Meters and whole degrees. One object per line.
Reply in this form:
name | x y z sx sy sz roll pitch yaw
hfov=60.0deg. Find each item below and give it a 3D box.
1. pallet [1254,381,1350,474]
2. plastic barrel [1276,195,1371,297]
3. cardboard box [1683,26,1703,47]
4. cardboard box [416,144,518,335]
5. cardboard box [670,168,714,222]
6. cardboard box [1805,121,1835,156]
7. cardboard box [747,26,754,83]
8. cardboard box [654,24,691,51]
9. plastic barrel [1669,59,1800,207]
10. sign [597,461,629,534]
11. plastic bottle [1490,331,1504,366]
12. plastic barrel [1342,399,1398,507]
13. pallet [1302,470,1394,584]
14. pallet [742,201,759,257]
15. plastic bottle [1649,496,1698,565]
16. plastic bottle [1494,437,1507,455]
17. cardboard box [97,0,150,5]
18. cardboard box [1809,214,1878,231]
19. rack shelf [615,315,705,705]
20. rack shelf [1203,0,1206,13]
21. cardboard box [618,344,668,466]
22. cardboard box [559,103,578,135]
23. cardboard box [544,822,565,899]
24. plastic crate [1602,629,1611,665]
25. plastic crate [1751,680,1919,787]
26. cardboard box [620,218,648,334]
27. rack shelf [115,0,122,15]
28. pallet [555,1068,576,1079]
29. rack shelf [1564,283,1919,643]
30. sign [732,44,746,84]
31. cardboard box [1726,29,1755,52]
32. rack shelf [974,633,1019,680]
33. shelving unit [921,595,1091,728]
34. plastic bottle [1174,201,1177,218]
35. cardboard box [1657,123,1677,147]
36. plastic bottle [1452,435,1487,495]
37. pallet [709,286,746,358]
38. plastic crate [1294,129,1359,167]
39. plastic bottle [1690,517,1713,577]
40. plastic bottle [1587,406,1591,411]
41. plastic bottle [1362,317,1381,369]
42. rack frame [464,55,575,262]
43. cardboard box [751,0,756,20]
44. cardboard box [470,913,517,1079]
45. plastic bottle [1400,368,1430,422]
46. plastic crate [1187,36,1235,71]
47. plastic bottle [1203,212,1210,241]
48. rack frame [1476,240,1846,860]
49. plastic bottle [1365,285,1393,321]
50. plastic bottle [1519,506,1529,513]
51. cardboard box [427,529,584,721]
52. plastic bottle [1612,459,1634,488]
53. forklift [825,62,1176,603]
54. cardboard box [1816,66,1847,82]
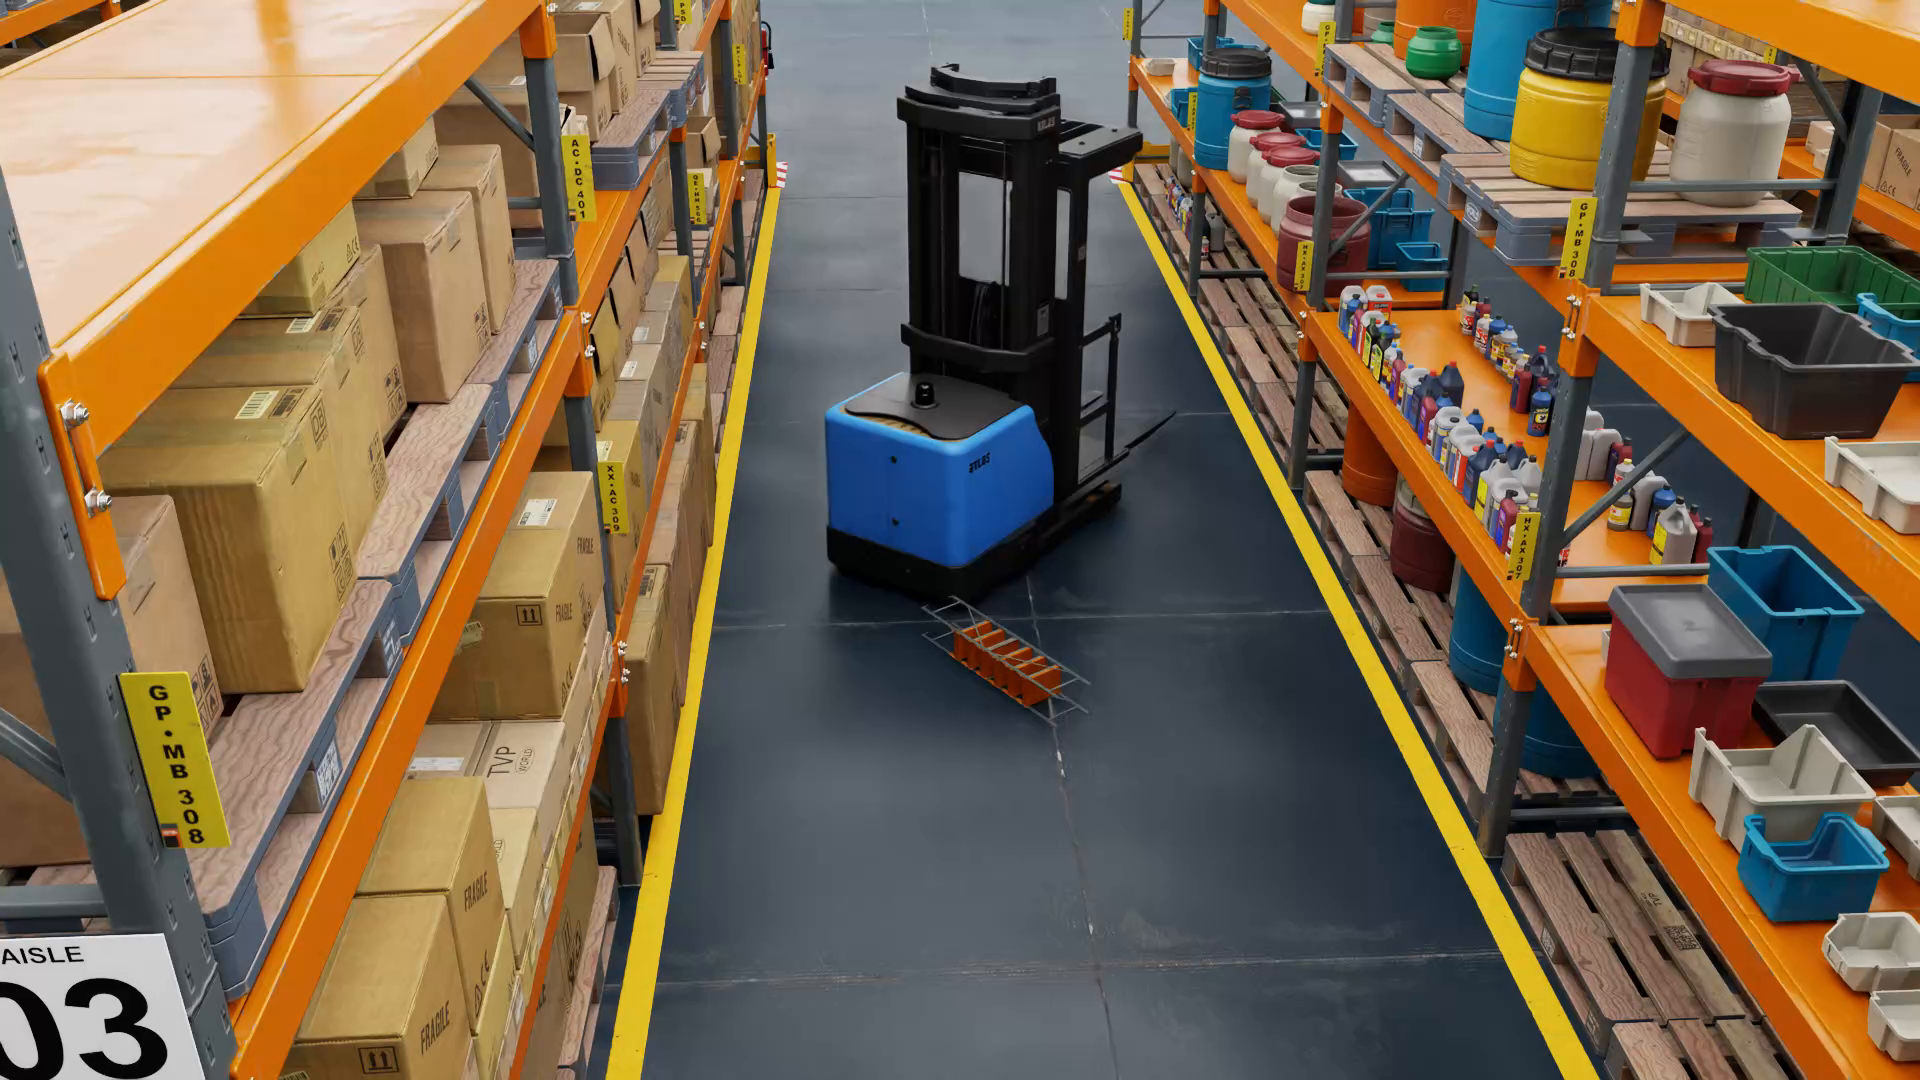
pallet | 2.761 -0.829 12.111 1.003 0.211 1.213 -1 28 -3
plastic barrel | 2.436 -1.974 11.144 0.600 0.536 0.708 -1 28 -3
cardboard box | 7.191 -4.833 15.963 0.380 0.149 0.250 -1 28 -1
cardboard box | -1.874 -0.985 5.480 0.700 0.500 0.500 -3 28 -6
cardboard box | -2.041 -2.486 11.981 0.500 0.250 0.500 -2 28 -4
cardboard box | 7.570 -3.379 14.147 0.500 0.250 0.500 0 28 1
cardboard box | -2.471 -4.743 16.171 0.875 0.500 0.500 -1 28 -3
cardboard box | -1.954 -3.074 10.318 0.500 0.250 0.500 -1 28 -2
plastic barrel | 3.194 -1.685 6.892 0.433 0.535 0.433 0 28 0
sign | -1.421 -0.173 6.816 0.100 0.325 0.005 -1 28 -3
plastic bottle | 3.225 -1.147 9.920 0.097 0.201 0.097 0 28 0
plastic barrel | 2.805 -0.705 10.751 0.600 0.830 0.708 -1 28 -3
pallet | 2.845 -0.107 10.727 1.003 0.211 1.213 -1 28 -3
pallet | -2.530 -3.072 16.412 1.003 0.211 1.213 -1 28 -3
plastic bottle | 3.275 -0.027 7.611 0.144 0.351 0.185 -1 28 -3
plastic bottle | 2.706 -0.390 8.393 0.097 0.271 0.097 0 28 0
cardboard box | -7.372 -4.582 14.961 0.875 0.550 0.550 -1 28 -3
cardboard box | 7.808 -2.707 14.610 0.500 0.311 0.500 -1 28 -3
rack shelf | -2.079 -0.344 8.945 1.077 0.370 4.000 -1 28 -3
rack shelf | 2.449 -5.489 15.564 1.077 0.370 4.000 -1 28 -3
cardboard box | -1.834 -0.704 8.749 0.500 0.500 0.500 -1 28 -2
cardboard box | -1.942 -1.725 7.213 0.500 0.311 0.500 -2 28 -4
cardboard box | -1.564 1.098 5.673 0.380 0.149 0.250 -2 28 -3
plastic crate | 2.853 0.449 6.865 0.396 0.136 0.243 -1 28 -3
plastic crate | 3.298 0.746 6.308 0.437 0.125 0.590 -1 28 -3
cardboard box | -2.130 -1.437 9.069 0.797 0.503 0.637 -1 28 -1
rack shelf | -7.455 -5.296 15.194 1.077 0.370 4.000 -1 28 -3
pallet | -1.947 2.414 5.893 1.003 0.211 1.213 -1 28 -3
rack shelf | 3.076 0.053 4.939 1.077 0.370 4.000 -1 28 -3
sign | -1.838 -3.963 13.852 0.100 0.325 0.005 -1 28 -3
cardboard box | 7.443 -4.729 15.063 0.700 0.500 0.500 -1 28 -3
rack shelf | 0.209 0.644 9.303 0.258 0.180 0.103 -20 34 -33
shelving unit | 0.237 0.660 9.272 0.258 0.189 1.200 -20 34 -33
plastic bottle | 2.157 -3.260 16.308 0.097 0.201 0.097 0 28 0
cardboard box | 7.173 -3.873 16.640 0.500 0.500 0.500 -1 28 -3
plastic bottle | 2.583 -0.380 8.369 0.152 0.276 0.135 -1 28 -3
pallet | -2.350 -1.838 14.047 1.003 0.211 1.213 -1 28 -3
plastic crate | 2.922 -3.045 13.362 0.392 0.384 0.575 -1 28 -3
plastic bottle | 3.378 0.013 7.608 0.061 0.283 0.133 -1 28 -3
plastic bottle | 3.289 -0.614 8.823 0.097 0.271 0.097 0 28 0
plastic bottle | 2.448 -1.171 9.877 0.061 0.283 0.133 -1 28 -3
rack frame | -1.975 -2.400 5.620 1.000 3.000 0.127 -1 28 -3
cardboard box | -2.294 -5.422 16.392 0.500 0.500 0.500 -1 28 -3
cardboard box | -1.578 1.342 4.774 0.500 0.250 0.500 -2 28 -4
plastic bottle | 2.535 -0.804 9.181 0.152 0.276 0.135 -1 28 -3
plastic crate | 2.670 -5.111 17.467 0.499 0.251 0.616 -1 28 -3
plastic bottle | 2.232 -2.865 15.388 0.144 0.351 0.185 -2 28 -4
rack frame | 2.971 0.141 7.237 1.000 3.000 0.127 -1 28 -3
plastic bottle | 2.614 -1.448 10.416 0.152 0.276 0.135 -1 28 -3
plastic bottle | 2.648 -0.061 7.839 0.097 0.201 0.097 0 28 0
cardboard box | -1.662 0.300 5.961 0.500 0.500 0.500 -1 28 -2
plastic bottle | 3.320 -0.307 8.311 0.097 0.201 0.097 0 28 0
forklift | 0.429 -1.554 10.560 1.130 2.935 3.031 18 32 30
cardboard box | 7.680 -4.132 14.620 0.380 0.149 0.250 -1 28 -3
